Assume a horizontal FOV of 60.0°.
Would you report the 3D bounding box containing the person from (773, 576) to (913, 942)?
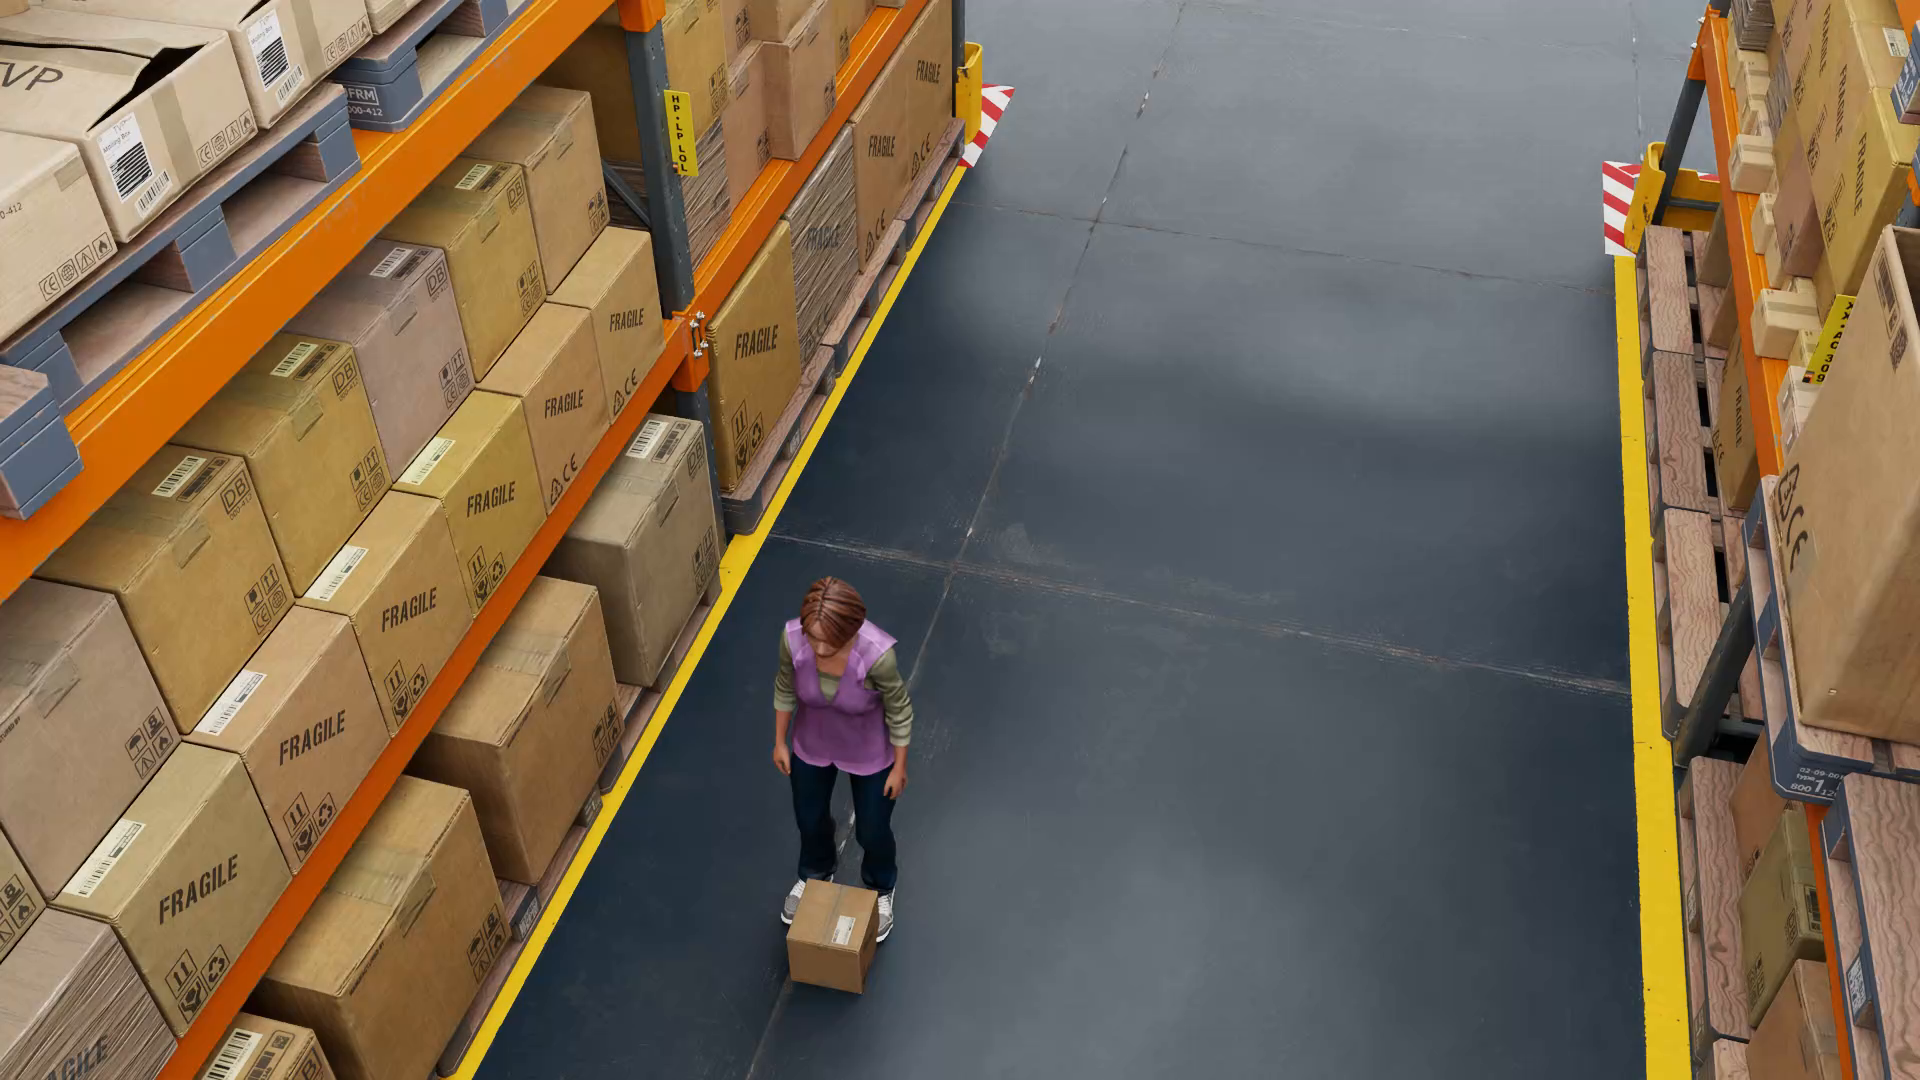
[{"bbox_3d":[-0.377,0.692,5.388,0.461,1.593,0.343,10,43,12],"label":"person"}]
